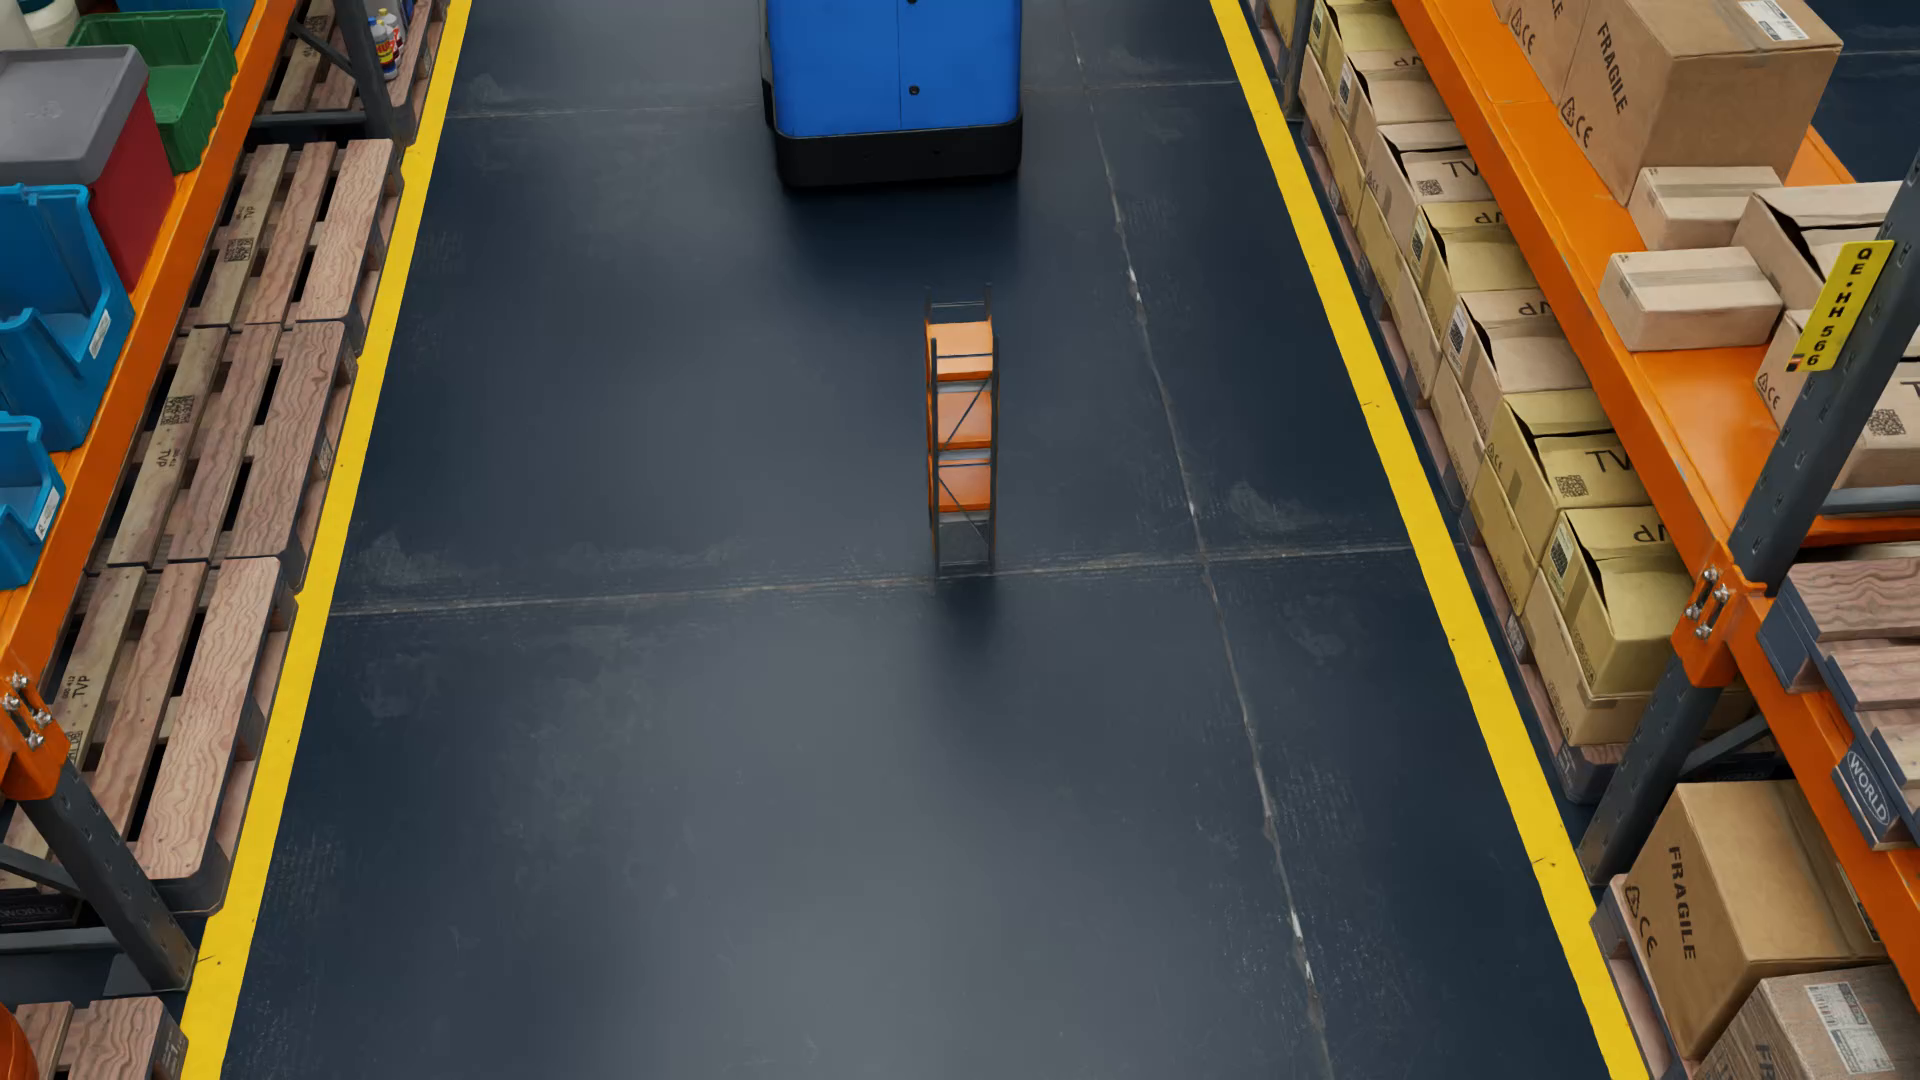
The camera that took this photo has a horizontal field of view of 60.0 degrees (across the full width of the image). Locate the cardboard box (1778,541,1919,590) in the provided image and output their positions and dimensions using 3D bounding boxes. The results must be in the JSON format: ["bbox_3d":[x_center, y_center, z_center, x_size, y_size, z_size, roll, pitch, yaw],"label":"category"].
[{"bbox_3d":[2.557,0.110,4.798,0.500,0.311,0.500,-2,47,-2],"label":"cardboard box"}]

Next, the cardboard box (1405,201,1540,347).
[{"bbox_3d":[1.890,-0.961,5.812,0.500,0.311,0.500,-2,47,-2],"label":"cardboard box"}]

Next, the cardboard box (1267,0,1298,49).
[{"bbox_3d":[1.717,-2.516,7.672,0.500,0.250,0.500,-3,47,-3],"label":"cardboard box"}]

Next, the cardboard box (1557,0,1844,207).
[{"bbox_3d":[2.151,-1.349,4.893,0.500,0.500,0.500,-6,47,-5],"label":"cardboard box"}]

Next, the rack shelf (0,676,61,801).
[{"bbox_3d":[-2.461,1.891,2.388,1.077,0.370,4.000,-3,47,-3],"label":"rack shelf"}]

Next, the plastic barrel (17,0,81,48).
[{"bbox_3d":[-3.005,-1.682,5.373,0.301,0.262,0.301,0,47,0],"label":"plastic barrel"}]

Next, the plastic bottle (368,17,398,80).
[{"bbox_3d":[-2.553,-2.167,7.313,0.097,0.271,0.097,0,47,0],"label":"plastic bottle"}]

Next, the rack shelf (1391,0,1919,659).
[{"bbox_3d":[2.141,-1.301,5.412,1.077,0.370,4.000,-3,47,-3],"label":"rack shelf"}]

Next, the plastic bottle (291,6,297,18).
[{"bbox_3d":[-3.175,-2.526,7.649,0.152,0.276,0.135,-3,47,-3],"label":"plastic bottle"}]

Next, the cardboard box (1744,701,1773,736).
[{"bbox_3d":[2.557,0.303,5.002,0.500,0.250,0.500,-4,47,-3],"label":"cardboard box"}]

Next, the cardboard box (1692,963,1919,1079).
[{"bbox_3d":[2.111,1.332,3.841,0.500,0.500,0.500,-5,47,-5],"label":"cardboard box"}]

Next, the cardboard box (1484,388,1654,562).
[{"bbox_3d":[1.969,-0.233,5.123,0.500,0.311,0.500,-4,47,-4],"label":"cardboard box"}]

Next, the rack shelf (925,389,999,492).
[{"bbox_3d":[0.004,-0.315,5.340,0.215,0.259,0.240,-3,47,-3],"label":"rack shelf"}]

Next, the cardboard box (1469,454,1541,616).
[{"bbox_3d":[1.974,-0.039,5.325,0.500,0.250,0.500,-4,47,-4],"label":"cardboard box"}]

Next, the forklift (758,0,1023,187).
[{"bbox_3d":[-0.423,-3.587,7.128,1.130,2.935,3.031,-5,47,-5],"label":"forklift"}]

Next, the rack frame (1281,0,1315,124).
[{"bbox_3d":[1.973,-2.995,6.521,1.000,3.000,0.127,-3,47,-3],"label":"rack frame"}]

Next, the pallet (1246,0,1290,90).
[{"bbox_3d":[1.948,-2.614,8.081,1.003,0.211,1.213,-3,47,-3],"label":"pallet"}]

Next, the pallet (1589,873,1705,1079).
[{"bbox_3d":[2.333,1.400,4.279,1.003,0.211,1.213,-3,47,-3],"label":"pallet"}]

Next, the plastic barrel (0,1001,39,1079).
[{"bbox_3d":[-2.570,1.152,3.799,0.600,0.830,0.708,-3,47,-3],"label":"plastic barrel"}]

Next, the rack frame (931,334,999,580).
[{"bbox_3d":[0.015,-0.234,5.249,0.200,1.050,0.008,-3,47,-3],"label":"rack frame"}]

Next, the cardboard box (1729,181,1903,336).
[{"bbox_3d":[2.426,-0.730,4.436,0.500,0.311,0.500,-4,47,-4],"label":"cardboard box"}]

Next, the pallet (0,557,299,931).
[{"bbox_3d":[-2.654,0.593,5.043,1.003,0.211,1.213,-3,47,-3],"label":"pallet"}]

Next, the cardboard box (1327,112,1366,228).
[{"bbox_3d":[1.802,-1.517,6.726,0.500,0.250,0.500,-2,47,-2],"label":"cardboard box"}]

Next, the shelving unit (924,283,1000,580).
[{"bbox_3d":[0.004,-0.322,5.332,0.215,1.050,0.252,-3,47,-3],"label":"shelving unit"}]

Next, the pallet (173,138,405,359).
[{"bbox_3d":[-2.859,-1.172,6.715,1.003,0.211,1.213,-3,47,-3],"label":"pallet"}]

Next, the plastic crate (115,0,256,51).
[{"bbox_3d":[-2.561,-1.912,5.506,0.392,0.384,0.575,-3,47,-3],"label":"plastic crate"}]

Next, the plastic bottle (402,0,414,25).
[{"bbox_3d":[-2.617,-2.547,7.617,0.144,0.351,0.185,-2,47,-2],"label":"plastic bottle"}]

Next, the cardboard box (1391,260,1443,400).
[{"bbox_3d":[1.889,-0.775,6.022,0.500,0.250,0.500,-3,47,-3],"label":"cardboard box"}]

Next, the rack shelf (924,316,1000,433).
[{"bbox_3d":[0.004,-0.510,5.134,0.215,0.259,0.240,-3,47,-3],"label":"rack shelf"}]

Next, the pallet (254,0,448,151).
[{"bbox_3d":[-2.978,-2.227,7.713,1.003,0.211,1.213,-3,47,-3],"label":"pallet"}]

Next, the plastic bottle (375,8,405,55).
[{"bbox_3d":[-2.570,-2.290,7.478,0.097,0.201,0.097,0,47,0],"label":"plastic bottle"}]

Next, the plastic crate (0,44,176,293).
[{"bbox_3d":[-2.458,-1.013,4.599,0.402,0.464,0.583,-3,47,-3],"label":"plastic crate"}]

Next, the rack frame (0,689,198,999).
[{"bbox_3d":[-2.628,0.197,3.497,1.000,3.000,0.127,-3,47,-3],"label":"rack frame"}]

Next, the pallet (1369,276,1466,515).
[{"bbox_3d":[2.179,-0.621,6.193,1.003,0.211,1.213,-3,47,-3],"label":"pallet"}]

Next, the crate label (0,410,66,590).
[{"bbox_3d":[-2.290,-0.073,3.868,0.303,0.233,0.416,-3,47,-3],"label":"crate label"}]

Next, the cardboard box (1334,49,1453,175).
[{"bbox_3d":[1.796,-1.710,6.522,0.500,0.311,0.500,-4,47,-4],"label":"cardboard box"}]

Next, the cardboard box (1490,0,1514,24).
[{"bbox_3d":[2.065,-2.092,5.596,0.500,0.500,0.500,0,47,0],"label":"cardboard box"}]
